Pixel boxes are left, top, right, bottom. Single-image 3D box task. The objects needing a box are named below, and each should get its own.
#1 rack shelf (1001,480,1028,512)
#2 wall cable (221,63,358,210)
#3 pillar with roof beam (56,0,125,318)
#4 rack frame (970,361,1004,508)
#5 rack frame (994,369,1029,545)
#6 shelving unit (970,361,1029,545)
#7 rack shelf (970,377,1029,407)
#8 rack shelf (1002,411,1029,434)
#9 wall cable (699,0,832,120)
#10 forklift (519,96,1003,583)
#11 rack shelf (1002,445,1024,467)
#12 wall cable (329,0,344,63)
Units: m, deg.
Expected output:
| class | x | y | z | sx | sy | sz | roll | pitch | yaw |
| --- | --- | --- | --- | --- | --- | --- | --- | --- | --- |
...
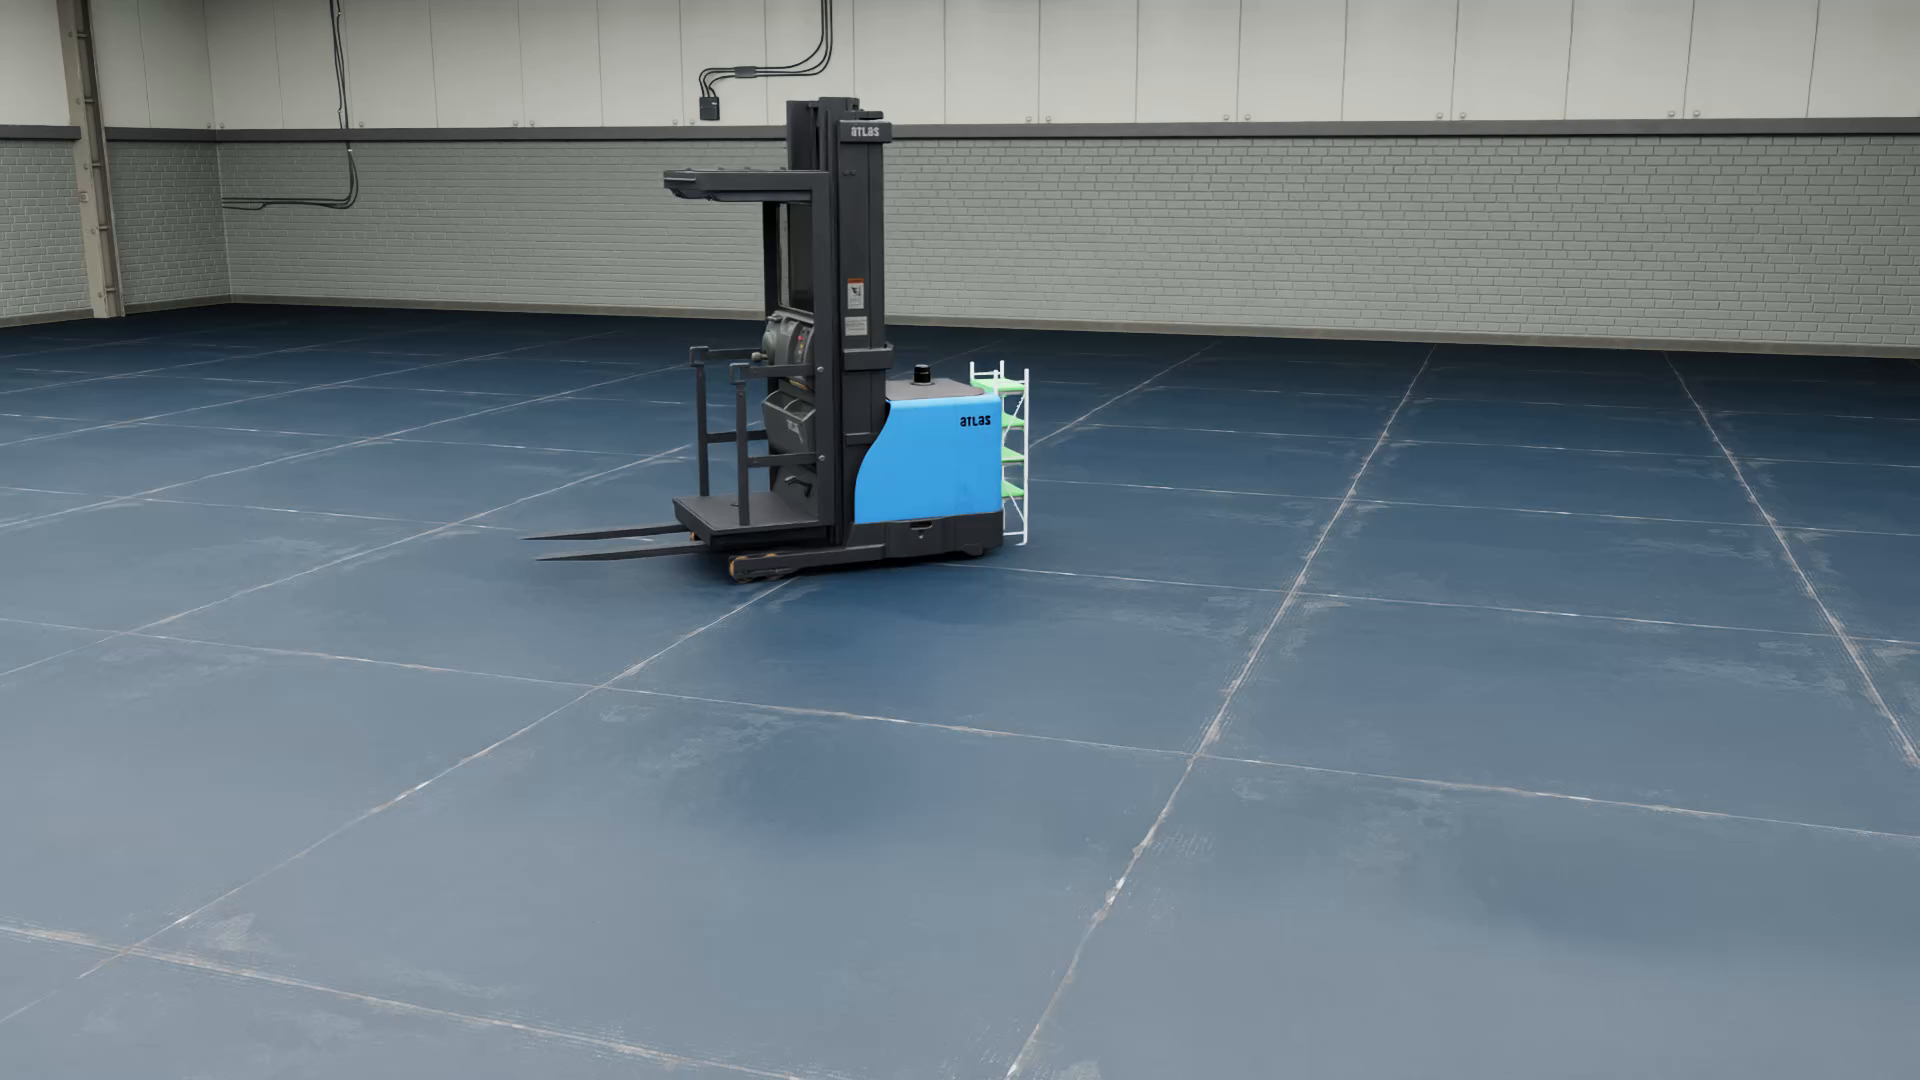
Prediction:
| class | x | y | z | sx | sy | sz | roll | pitch | yaw |
| --- | --- | --- | --- | --- | --- | --- | --- | --- | --- |
| rack shelf | 0.264 | -0.303 | 11.483 | 0.258 | 0.148 | 0.480 | -4 | 14 | -18 |
| wall cable | -12.069 | -7.143 | 29.539 | 3.097 | 2.526 | 0.112 | 4 | 14 | 18 |
| pillar with roof beam | -10.200 | -7.822 | 25.535 | 9.100 | 9.000 | 0.400 | 4 | 14 | 18 |
| rack frame | 0.188 | -0.650 | 11.641 | 0.240 | 1.200 | 0.015 | -4 | 14 | -18 |
| rack frame | 0.341 | -0.547 | 11.190 | 0.240 | 1.200 | 0.015 | -4 | 14 | -18 |
| shelving unit | 0.264 | -0.599 | 11.416 | 0.258 | 1.200 | 0.503 | -4 | 14 | -18 |
| rack shelf | 0.264 | -1.005 | 11.323 | 0.258 | 0.148 | 0.480 | -4 | 14 | -18 |
| rack shelf | 0.264 | -0.771 | 11.376 | 0.258 | 0.148 | 0.480 | -4 | 14 | -18 |
| wall cable | -3.092 | -9.628 | 25.806 | 2.305 | 6.003 | 0.169 | 4 | 14 | 18 |
| forklift | -1.280 | -1.295 | 10.574 | 3.031 | 2.935 | 1.130 | -5 | 14 | -22 |
| rack shelf | 0.264 | -0.537 | 11.430 | 0.258 | 0.148 | 0.480 | -4 | 14 | -18 |
| wall cable | -9.510 | -9.411 | 28.124 | 3.097 | 2.526 | 0.112 | 4 | 14 | 18 |
